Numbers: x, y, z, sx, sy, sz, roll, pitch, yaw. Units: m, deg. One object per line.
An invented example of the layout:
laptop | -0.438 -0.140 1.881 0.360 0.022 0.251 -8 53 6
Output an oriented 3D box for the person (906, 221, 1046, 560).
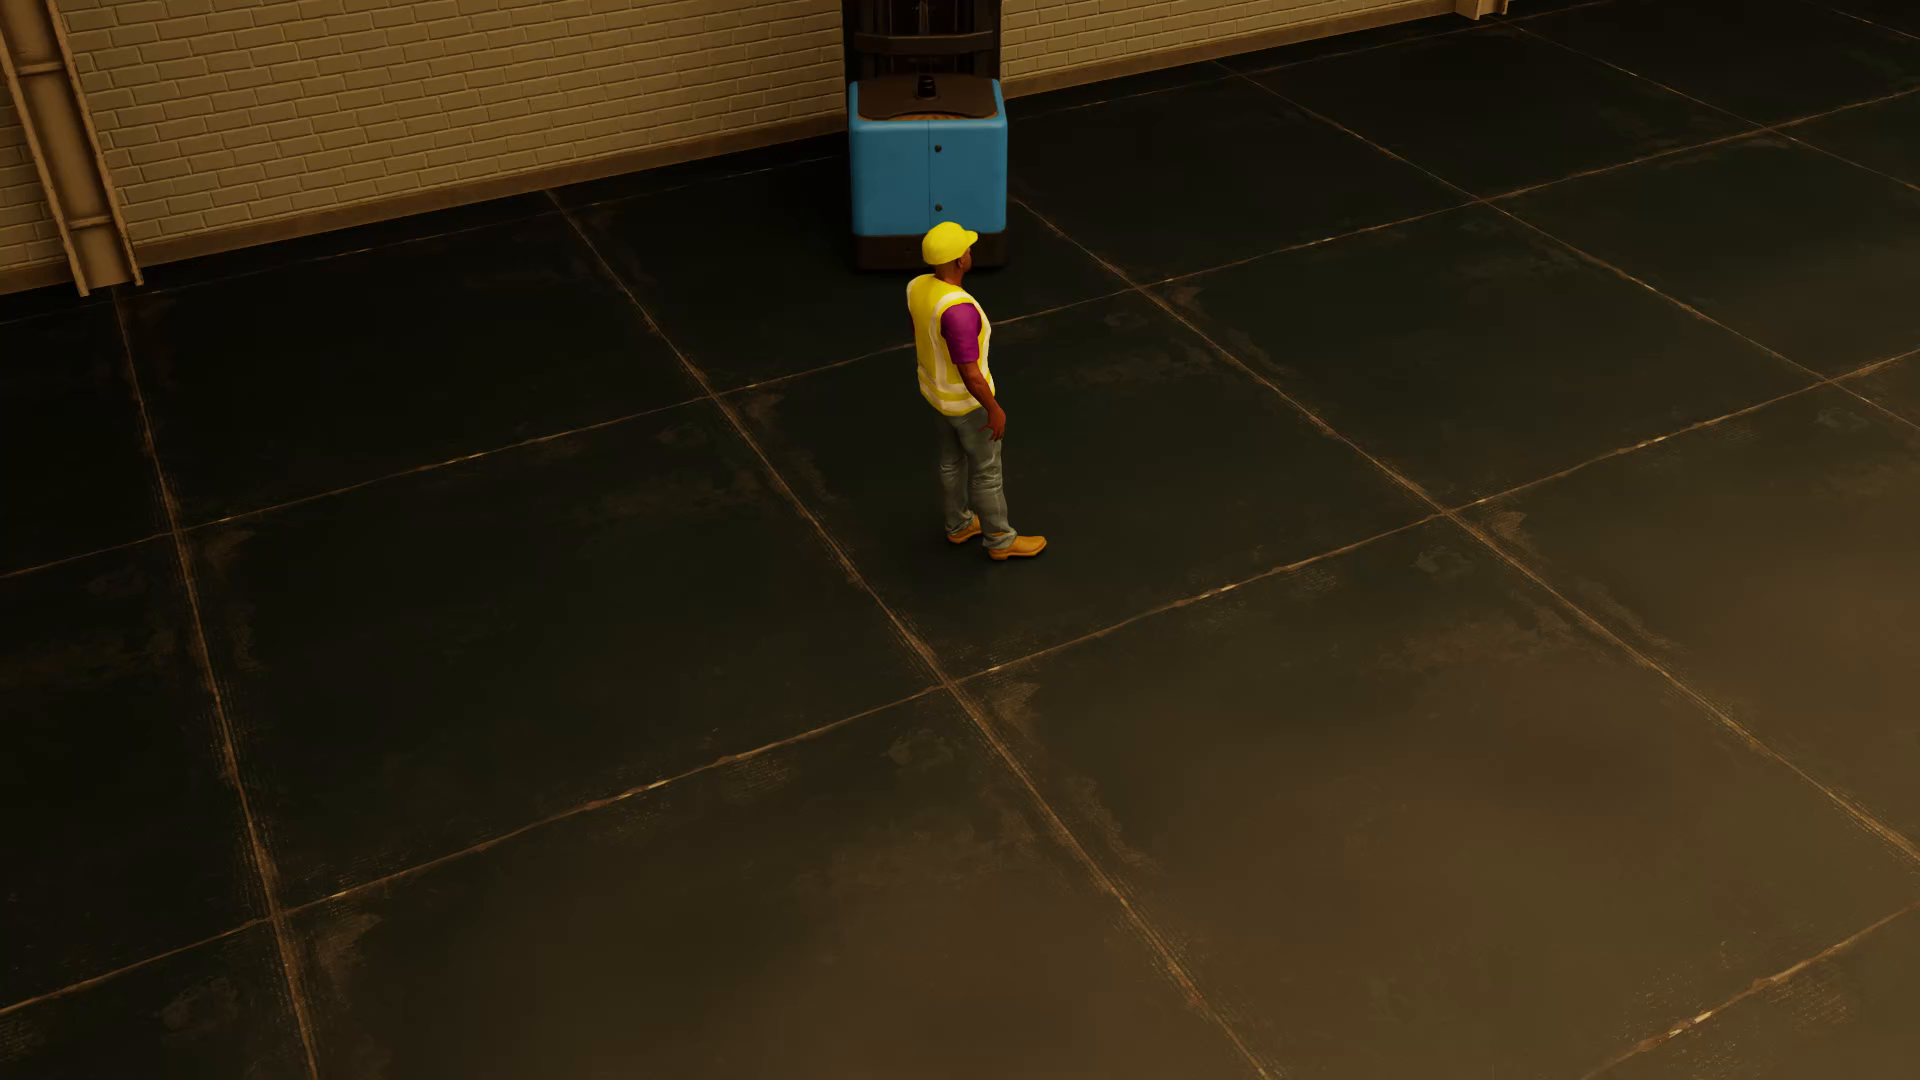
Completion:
person | 0.065 -0.743 8.171 0.575 1.768 0.665 -17 39 -23

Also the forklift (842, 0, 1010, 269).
forklift | -0.276 -3.828 11.538 1.130 2.935 3.031 -2 35 -2
